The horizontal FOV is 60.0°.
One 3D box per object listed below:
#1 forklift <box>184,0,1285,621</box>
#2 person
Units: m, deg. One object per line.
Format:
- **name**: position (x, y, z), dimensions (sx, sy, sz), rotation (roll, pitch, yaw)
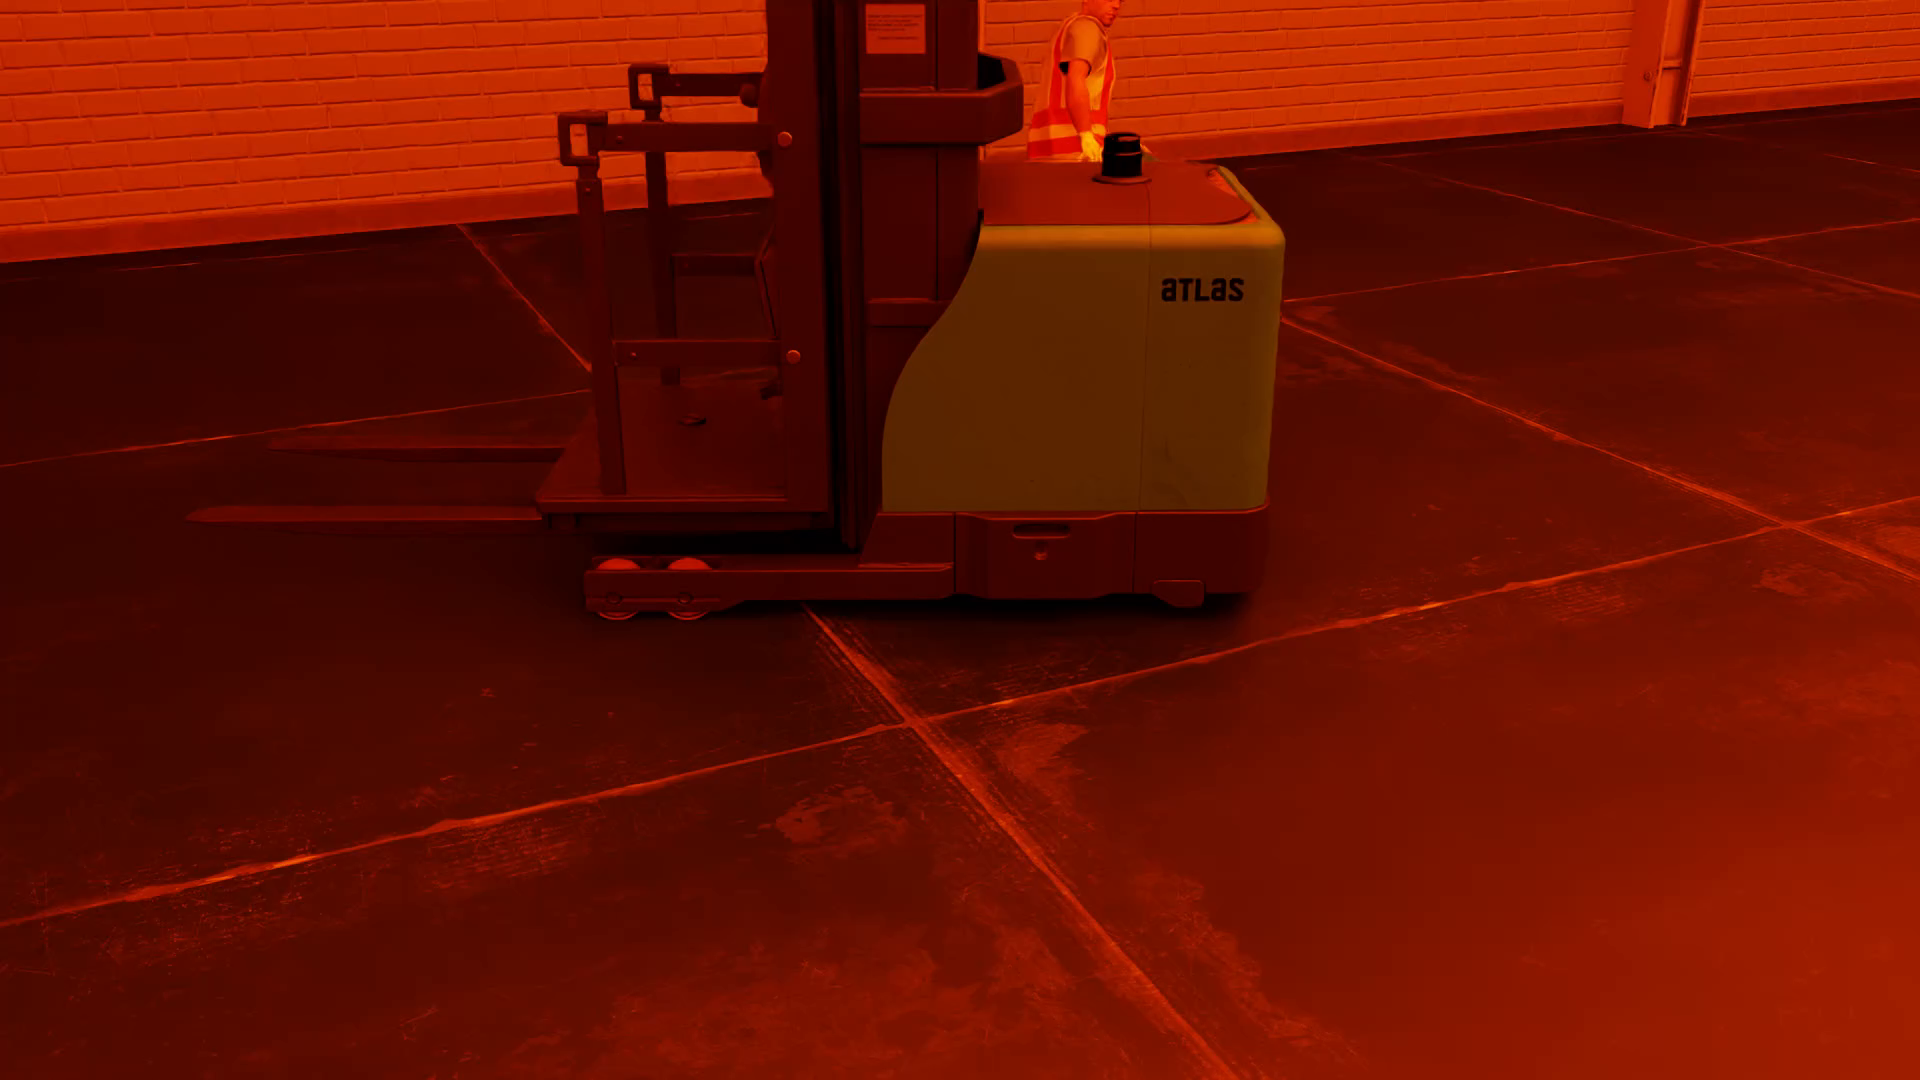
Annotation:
- **forklift**: position (-0.666, -1.337, 4.503), dimensions (3.031, 2.935, 1.130), rotation (0, 23, 0)
- **person**: position (0.641, -1.701, 7.230), dimensions (0.739, 1.551, 0.789), rotation (-10, 25, -23)
